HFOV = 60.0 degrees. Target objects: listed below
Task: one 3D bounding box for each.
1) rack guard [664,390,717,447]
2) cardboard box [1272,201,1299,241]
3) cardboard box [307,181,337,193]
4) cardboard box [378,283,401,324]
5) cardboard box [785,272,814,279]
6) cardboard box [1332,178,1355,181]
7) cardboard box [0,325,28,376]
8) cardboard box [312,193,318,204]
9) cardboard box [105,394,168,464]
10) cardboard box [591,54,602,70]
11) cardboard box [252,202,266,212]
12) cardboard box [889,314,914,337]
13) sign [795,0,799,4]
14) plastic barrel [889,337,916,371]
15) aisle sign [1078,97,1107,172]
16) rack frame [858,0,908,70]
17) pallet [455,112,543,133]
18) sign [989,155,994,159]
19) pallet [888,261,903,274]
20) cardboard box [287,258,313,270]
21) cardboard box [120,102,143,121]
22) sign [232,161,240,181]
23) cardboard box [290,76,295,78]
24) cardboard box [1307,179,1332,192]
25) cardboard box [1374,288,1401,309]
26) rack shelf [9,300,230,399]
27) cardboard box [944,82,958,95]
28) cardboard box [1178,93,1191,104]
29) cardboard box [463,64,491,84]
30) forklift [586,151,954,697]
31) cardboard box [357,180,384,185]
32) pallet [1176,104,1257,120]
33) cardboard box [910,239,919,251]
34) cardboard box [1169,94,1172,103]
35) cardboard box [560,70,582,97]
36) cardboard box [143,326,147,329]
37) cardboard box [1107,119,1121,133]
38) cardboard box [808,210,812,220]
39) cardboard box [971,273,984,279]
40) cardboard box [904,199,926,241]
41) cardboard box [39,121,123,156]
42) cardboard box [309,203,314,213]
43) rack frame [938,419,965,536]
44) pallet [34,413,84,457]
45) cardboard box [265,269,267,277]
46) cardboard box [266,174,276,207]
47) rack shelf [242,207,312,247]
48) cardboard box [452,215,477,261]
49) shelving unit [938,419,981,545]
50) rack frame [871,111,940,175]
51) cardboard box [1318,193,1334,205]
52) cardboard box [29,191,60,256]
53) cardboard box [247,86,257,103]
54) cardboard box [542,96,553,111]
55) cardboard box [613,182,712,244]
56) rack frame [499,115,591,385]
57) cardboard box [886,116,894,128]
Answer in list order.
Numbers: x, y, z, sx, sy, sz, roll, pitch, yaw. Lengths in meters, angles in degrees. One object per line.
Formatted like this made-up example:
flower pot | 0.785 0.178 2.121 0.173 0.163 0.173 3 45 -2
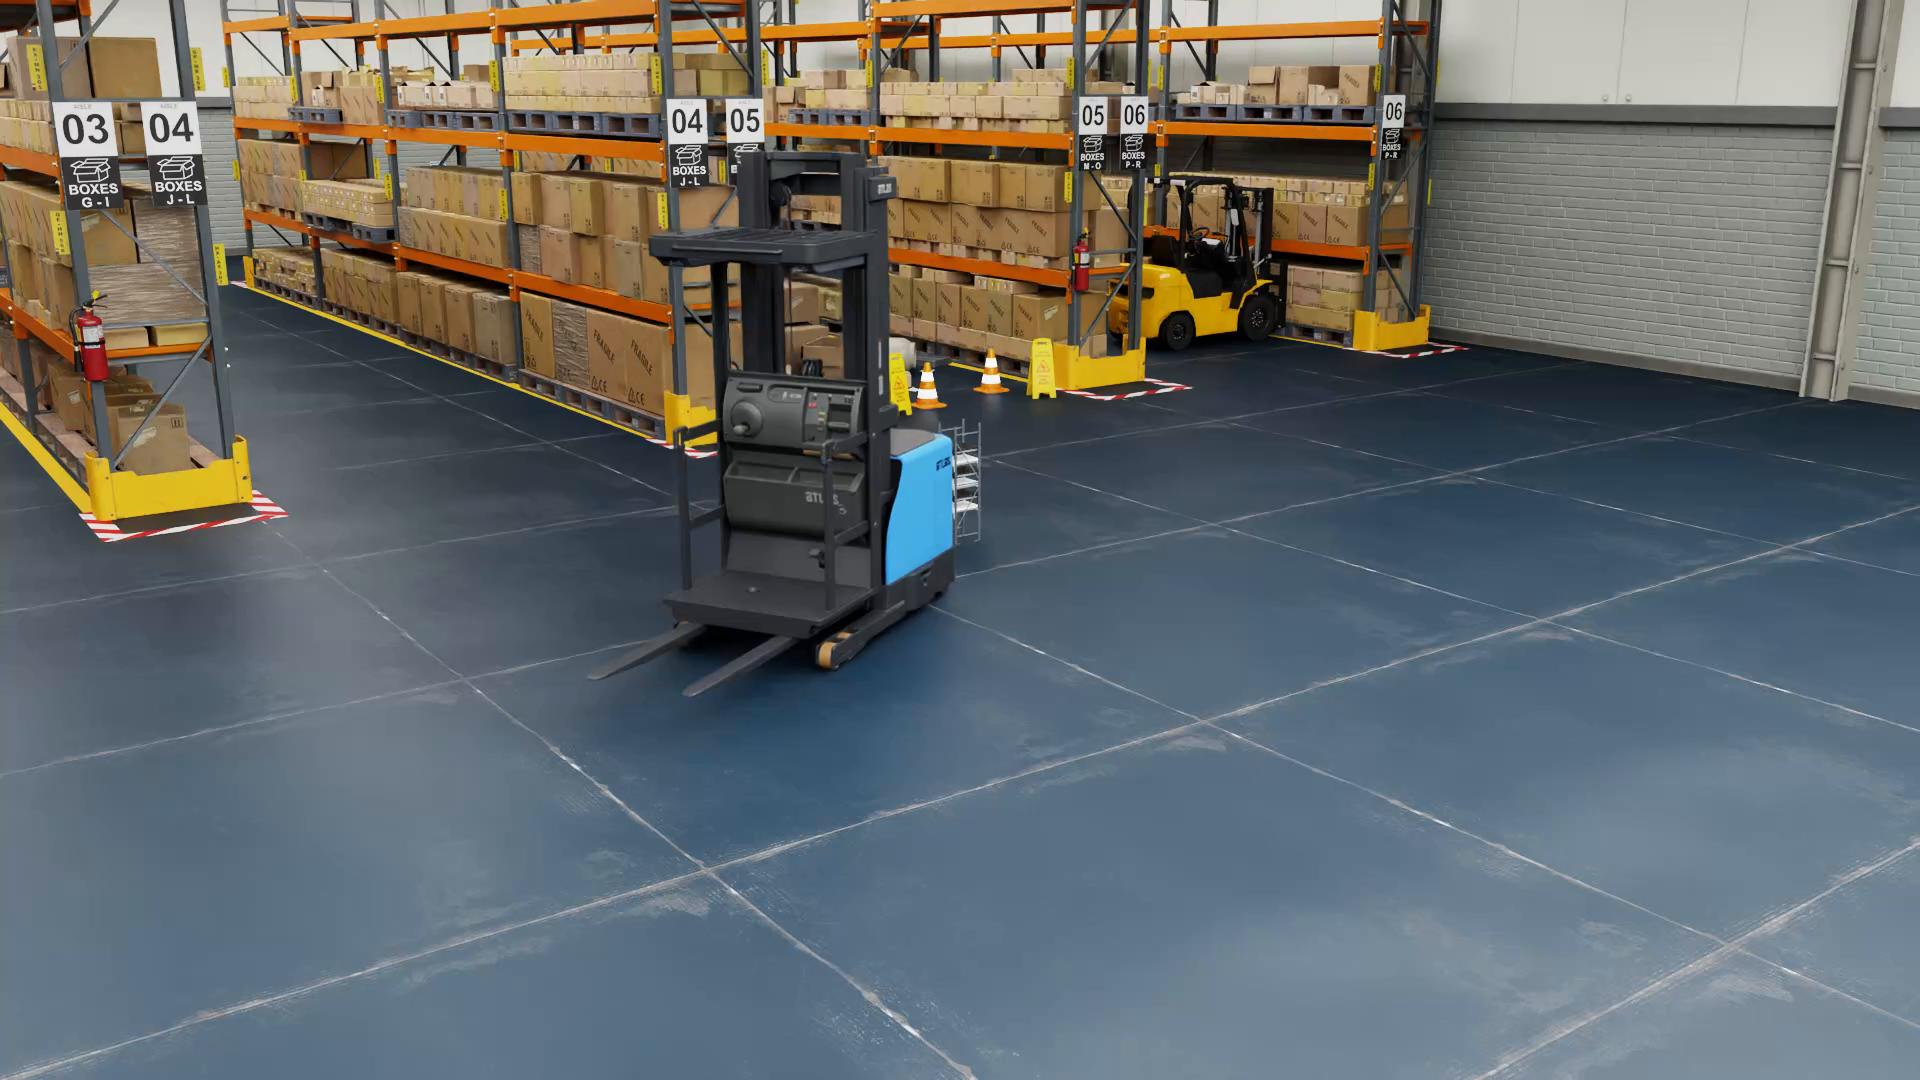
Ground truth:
rack guard | -2.281 -1.239 16.156 1.175 0.500 0.348 -11 19 -35
cardboard box | 4.562 -4.345 22.580 0.500 0.500 0.500 -11 19 -36
cardboard box | -9.322 -5.166 24.324 0.380 0.149 0.250 -10 18 -33
cardboard box | -7.597 -3.255 22.726 0.500 0.500 0.500 -11 19 -35
cardboard box | -2.730 -3.761 24.817 0.950 0.372 0.625 -12 20 -38
cardboard box | 5.211 -4.791 22.417 0.380 0.149 0.250 -11 19 -34
cardboard box | -10.323 -2.160 18.687 0.700 0.500 0.500 -13 20 -39
cardboard box | -9.185 -4.971 24.175 0.380 0.149 0.250 -10 18 -33
cardboard box | -7.099 -0.957 14.329 0.500 0.500 0.500 -6 16 -20
cardboard box | -3.363 -4.647 16.171 0.380 0.149 0.250 -11 19 -34
cardboard box | -11.479 -5.511 27.507 0.380 0.149 0.250 -12 19 -36
cardboard box | -0.574 -2.802 21.546 0.500 0.250 0.500 -12 19 -37
sign | -3.284 -10.930 33.394 0.100 0.325 0.005 -11 19 -35
plastic barrel | -0.789 -2.203 19.824 0.512 0.421 0.421 1 15 4
aisle sign | 1.452 -4.435 18.175 0.394 0.787 0.004 -11 19 -35
rack frame | -1.393 -9.467 30.119 1.000 3.000 0.127 -11 19 -35
pallet | -5.226 -4.847 19.282 0.805 0.209 1.217 -12 19 -37
sign | 0.525 -6.153 27.333 0.100 0.325 0.005 -11 19 -35
pallet | -0.884 -5.061 30.666 1.003 0.211 1.213 -11 19 -35
cardboard box | -10.428 -4.374 26.352 0.380 0.149 0.250 -12 19 -37
cardboard box | -6.341 -3.363 13.028 0.380 0.149 0.250 -11 19 -35
sign | -12.141 -6.200 27.906 0.100 0.325 0.005 -11 19 -35
cardboard box | -9.756 -6.844 24.801 0.380 0.149 0.250 -12 19 -37
cardboard box | 4.849 -4.724 22.171 0.380 0.149 0.250 -11 19 -34
cardboard box | 5.554 -3.261 22.275 0.500 0.250 0.500 -10 18 -34
rack shelf | -7.542 -1.782 14.766 1.077 0.370 4.000 -11 19 -35
cardboard box | 0.029 -5.417 19.968 0.380 0.149 0.250 -11 19 -35
cardboard box | 3.329 -6.299 23.716 0.380 0.149 0.250 -10 18 -33
cardboard box | -5.750 -5.576 20.411 0.500 0.500 0.500 -11 19 -35
forklift | -1.101 -0.778 9.867 1.130 2.935 3.031 7 17 23
cardboard box | -8.648 -5.212 24.492 0.380 0.149 0.250 -12 19 -36
pallet | 3.833 -6.091 23.634 1.003 0.211 1.213 -11 19 -35
cardboard box | -0.405 -3.758 21.099 0.380 0.149 0.250 -11 19 -35
cardboard box | 2.970 -6.653 25.012 0.380 0.149 0.250 -11 19 -35
cardboard box | -3.693 -4.602 16.761 0.500 0.250 0.500 -11 19 -34
cardboard box | -6.607 -1.790 13.911 0.380 0.149 0.250 -11 19 -35
cardboard box | 1.717 -4.687 18.811 0.380 0.149 0.250 -11 19 -34
cardboard box | -1.888 -4.535 23.142 0.380 0.149 0.250 -12 19 -36
cardboard box | 0.163 -3.139 21.355 0.500 0.500 0.500 -10 18 -34
cardboard box | -0.355 -4.045 20.919 0.500 0.500 0.500 -11 19 -35
cardboard box | -6.855 -3.139 12.967 0.500 0.250 0.500 -10 18 -33
cardboard box | -9.323 -4.880 24.404 0.380 0.149 0.250 -11 18 -34
rack frame | -0.065 -0.457 12.543 0.240 0.900 0.006 -11 19 -35
pallet | -8.295 -1.073 16.096 1.003 0.211 1.213 -11 19 -35
cardboard box | -11.433 -4.489 27.901 0.380 0.149 0.250 -11 19 -35
cardboard box | -10.744 -5.595 26.582 0.500 0.500 0.500 -11 19 -36
rack shelf | -10.526 -5.092 26.862 1.077 0.370 4.000 -11 19 -35
cardboard box | -5.764 -3.638 19.996 0.500 0.500 0.500 -11 19 -34
shelving unit | -0.005 -0.436 12.464 0.258 0.900 0.210 -11 19 -35
rack frame | -0.702 -4.094 21.852 1.000 3.000 0.127 -11 19 -35
cardboard box | 4.955 -4.517 21.981 0.380 0.149 0.250 -10 18 -34
cardboard box | -7.480 -2.668 13.994 0.500 0.500 0.500 -11 19 -35
cardboard box | -11.059 -7.127 26.588 0.500 0.250 0.500 -11 19 -34
cardboard box | -4.108 -4.533 17.265 0.380 0.149 0.250 -11 19 -35
cardboard box | -2.880 -3.231 16.371 0.875 0.550 0.550 -11 19 -35
rack frame | -4.647 -3.304 18.966 1.000 3.000 0.127 -11 19 -35
cardboard box | -0.717 -5.314 21.103 0.380 0.149 0.250 -11 19 -35
